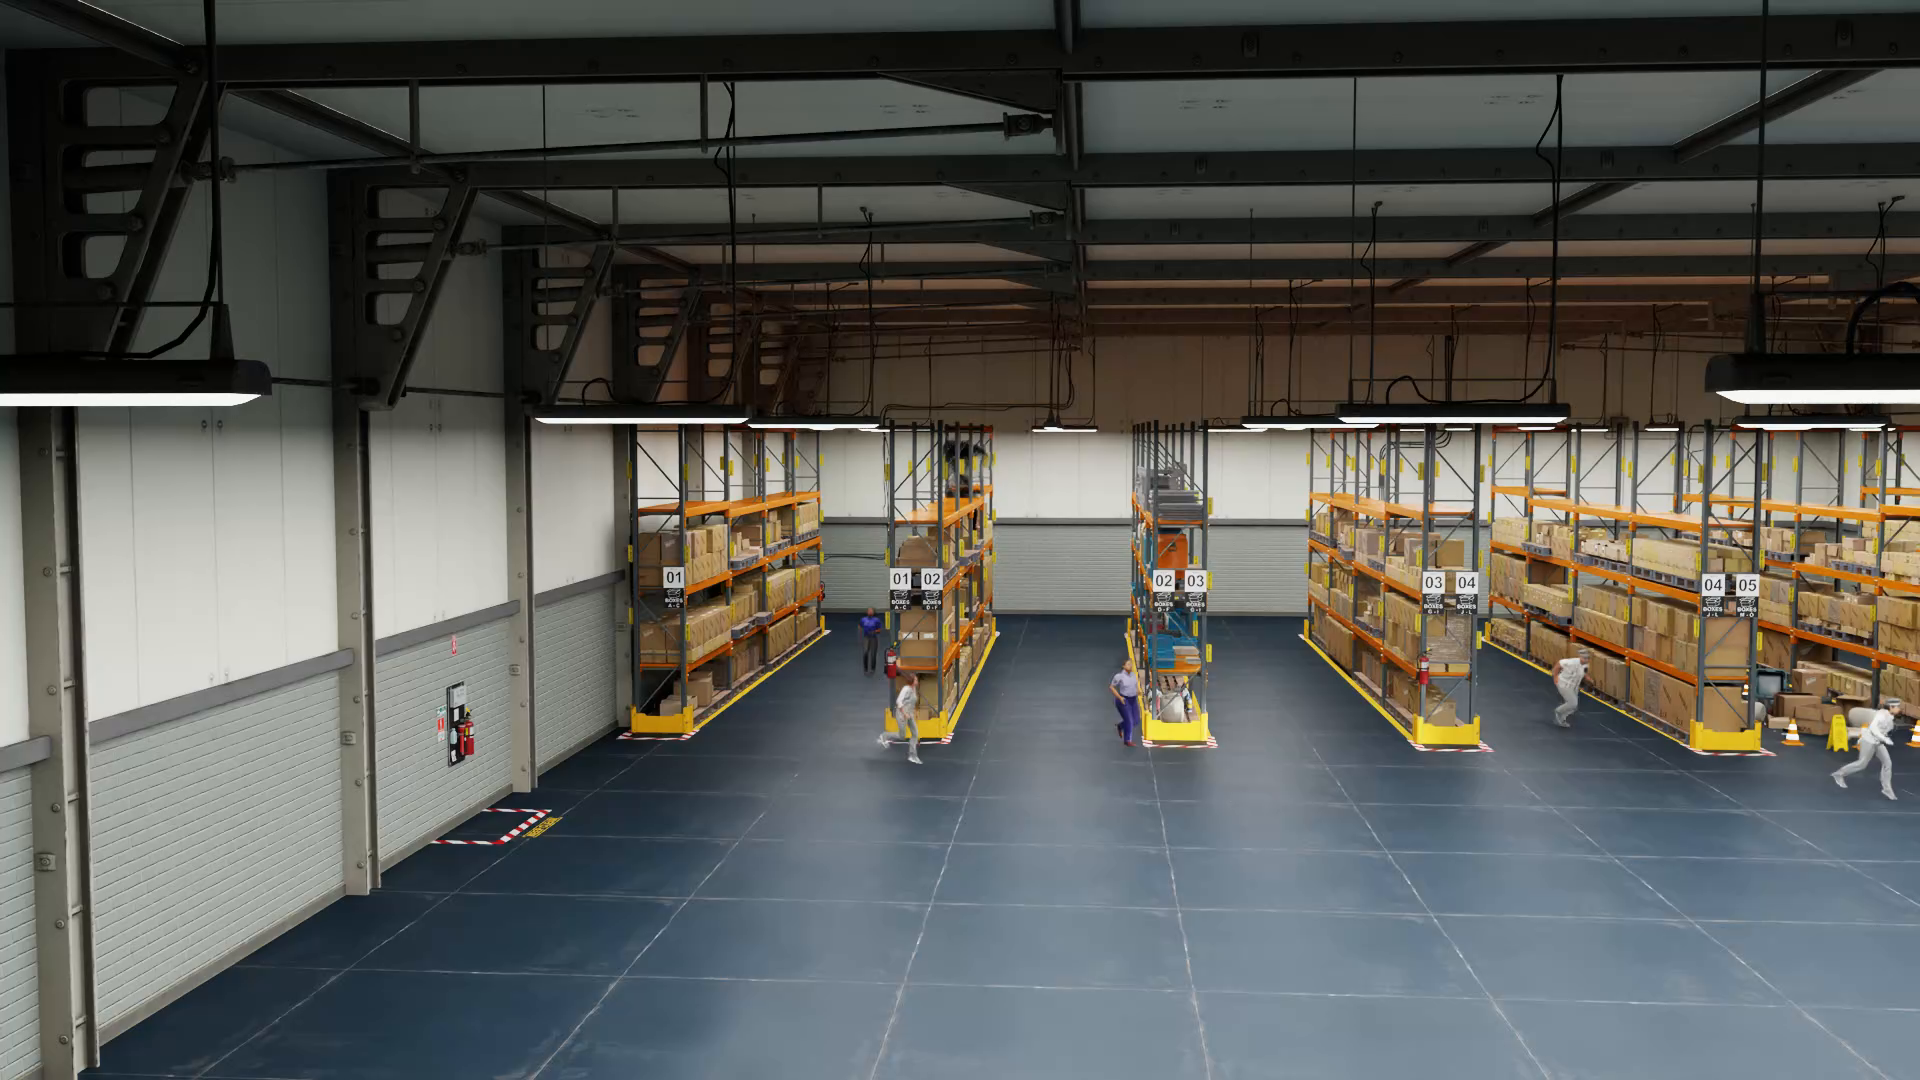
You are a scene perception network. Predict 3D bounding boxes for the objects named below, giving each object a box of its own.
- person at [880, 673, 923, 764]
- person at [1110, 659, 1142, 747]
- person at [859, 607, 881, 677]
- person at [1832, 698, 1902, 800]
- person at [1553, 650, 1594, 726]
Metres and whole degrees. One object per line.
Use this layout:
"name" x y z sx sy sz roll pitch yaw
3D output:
"person" -1.015 3.116 29.162 0.856 1.583 0.543 2 4 28
"person" 3.037 2.984 30.613 0.588 1.604 0.640 -3 4 -36
"person" -2.141 2.411 39.366 0.544 1.668 0.691 0 4 -1
"person" 14.412 3.275 26.418 0.979 1.627 0.655 3 5 41
"person" 11.901 2.890 32.384 0.695 1.571 0.889 -2 4 -29
